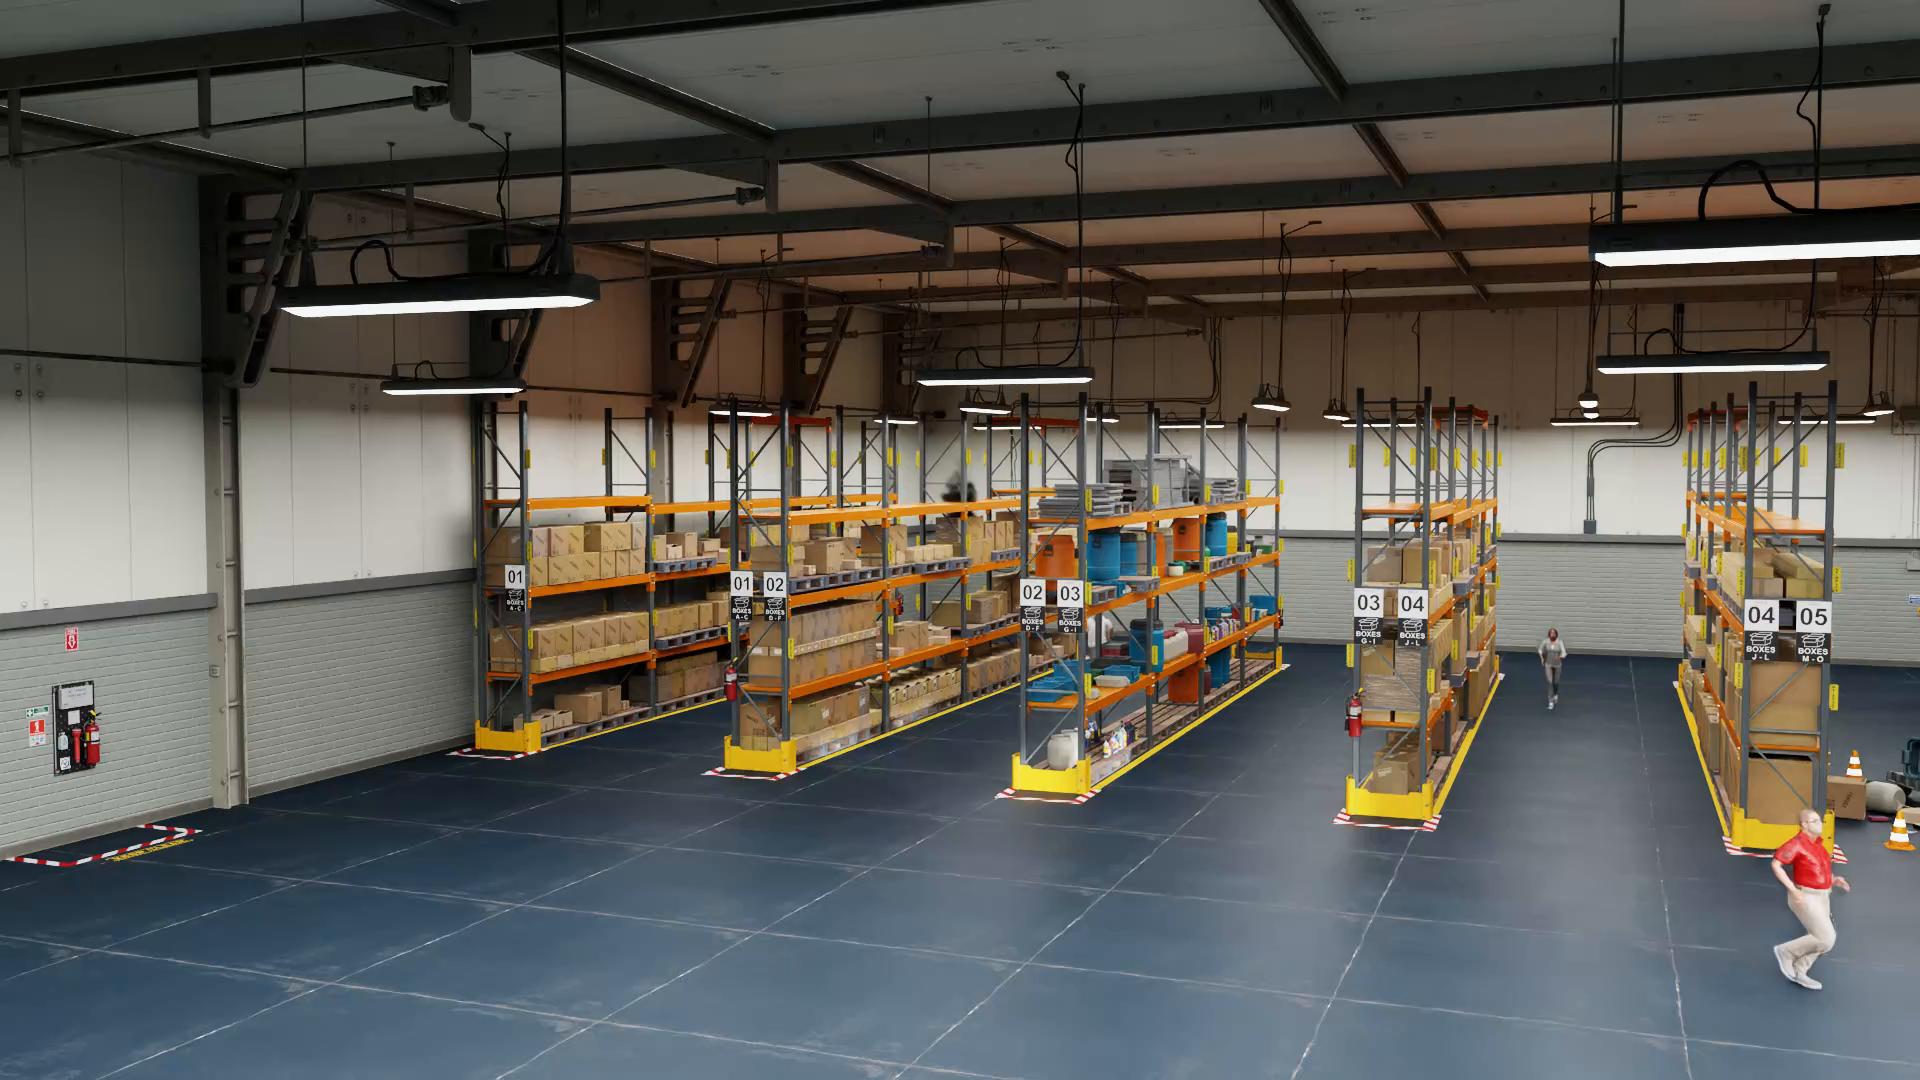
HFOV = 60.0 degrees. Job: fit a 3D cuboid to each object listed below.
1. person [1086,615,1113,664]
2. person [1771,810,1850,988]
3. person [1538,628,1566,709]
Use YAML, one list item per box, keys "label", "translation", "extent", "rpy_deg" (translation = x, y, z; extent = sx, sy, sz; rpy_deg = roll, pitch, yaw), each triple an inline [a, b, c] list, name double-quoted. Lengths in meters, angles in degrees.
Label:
- label: "person"
  translation: [2.999, 2.338, 36.536]
  extent: [0.688, 1.773, 0.967]
  rpy_deg: [0, 3, 10]
- label: "person"
  translation: [8.058, 3.396, 15.696]
  extent: [0.657, 1.686, 0.590]
  rpy_deg: [-2, 4, -39]
- label: "person"
  translation: [11.961, 2.571, 33.596]
  extent: [0.535, 1.606, 0.752]
  rpy_deg: [1, 3, 19]
